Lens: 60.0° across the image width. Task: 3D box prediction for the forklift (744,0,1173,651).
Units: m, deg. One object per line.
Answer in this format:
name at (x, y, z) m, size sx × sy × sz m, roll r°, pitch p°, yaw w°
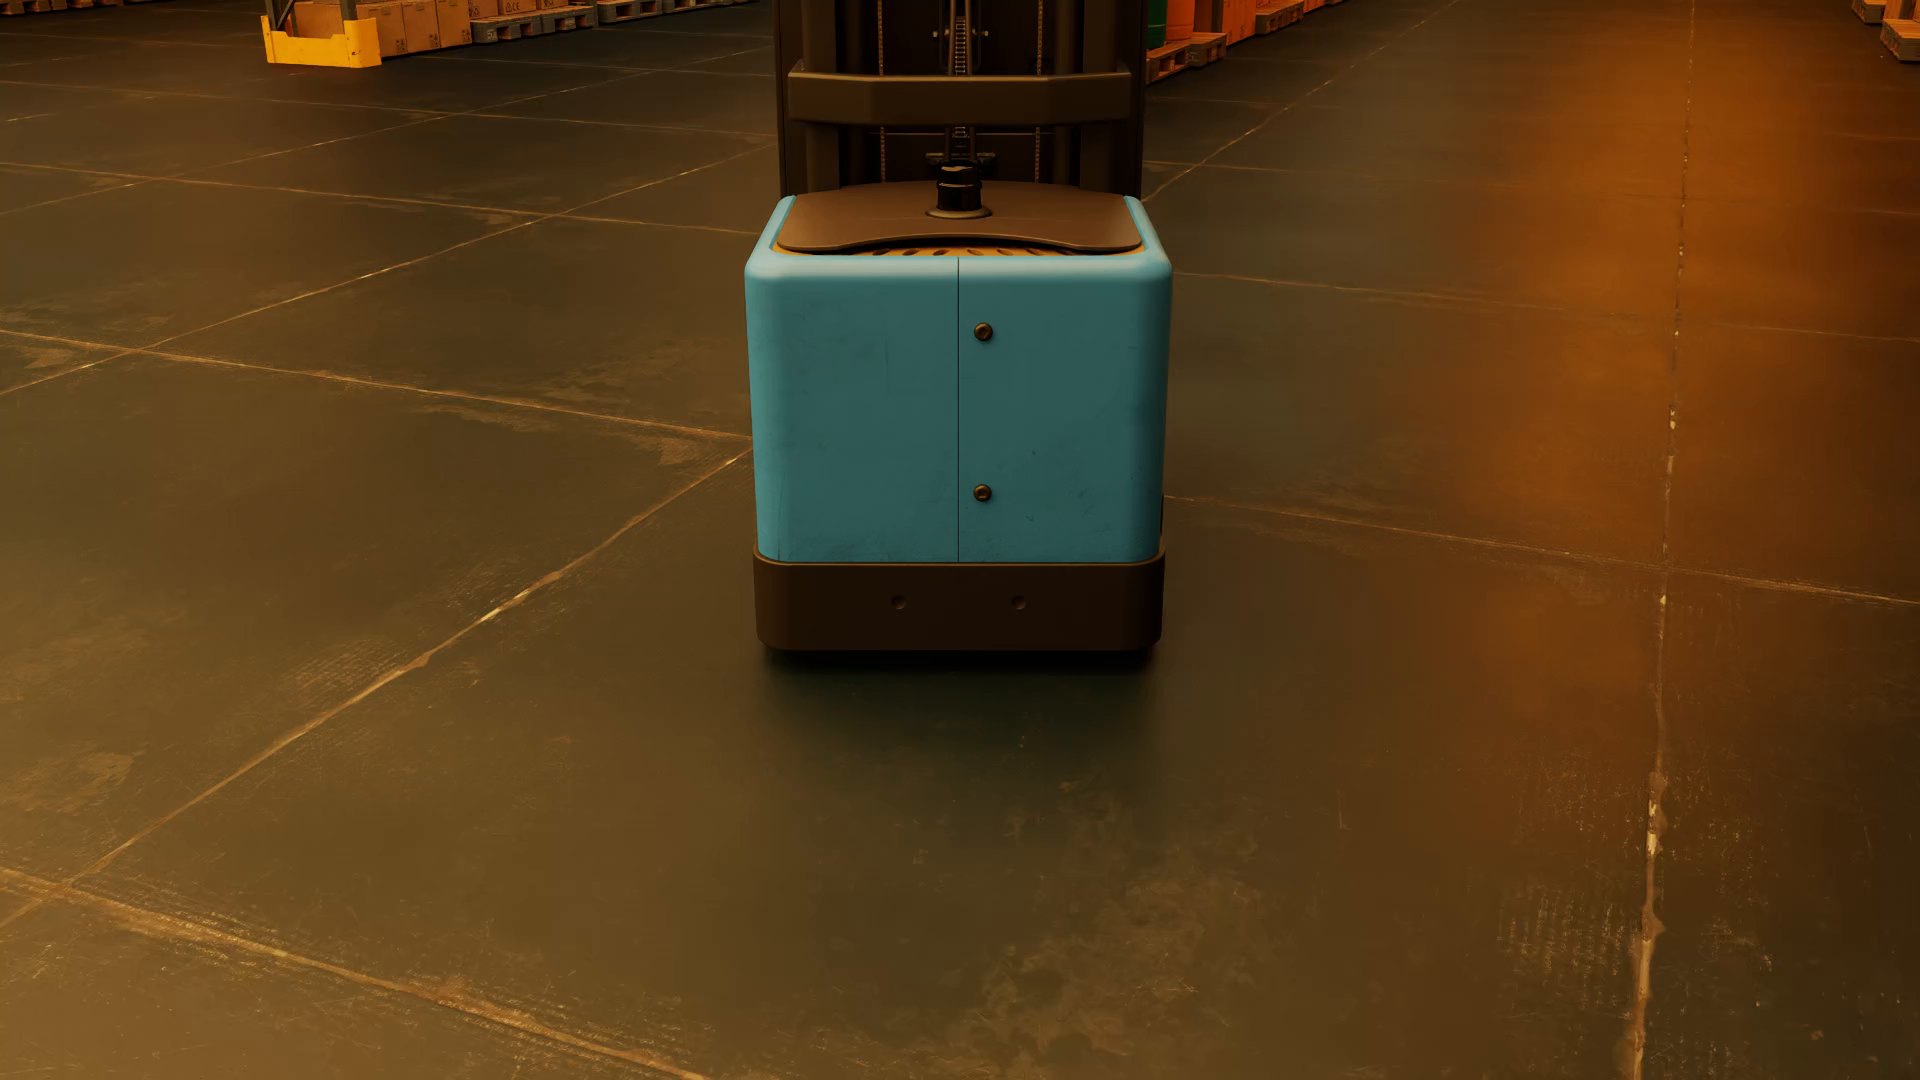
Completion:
forklift at (0.002, -1.587, 5.089) m, size 1.130 × 2.935 × 3.031 m, roll 0°, pitch 23°, yaw 0°
